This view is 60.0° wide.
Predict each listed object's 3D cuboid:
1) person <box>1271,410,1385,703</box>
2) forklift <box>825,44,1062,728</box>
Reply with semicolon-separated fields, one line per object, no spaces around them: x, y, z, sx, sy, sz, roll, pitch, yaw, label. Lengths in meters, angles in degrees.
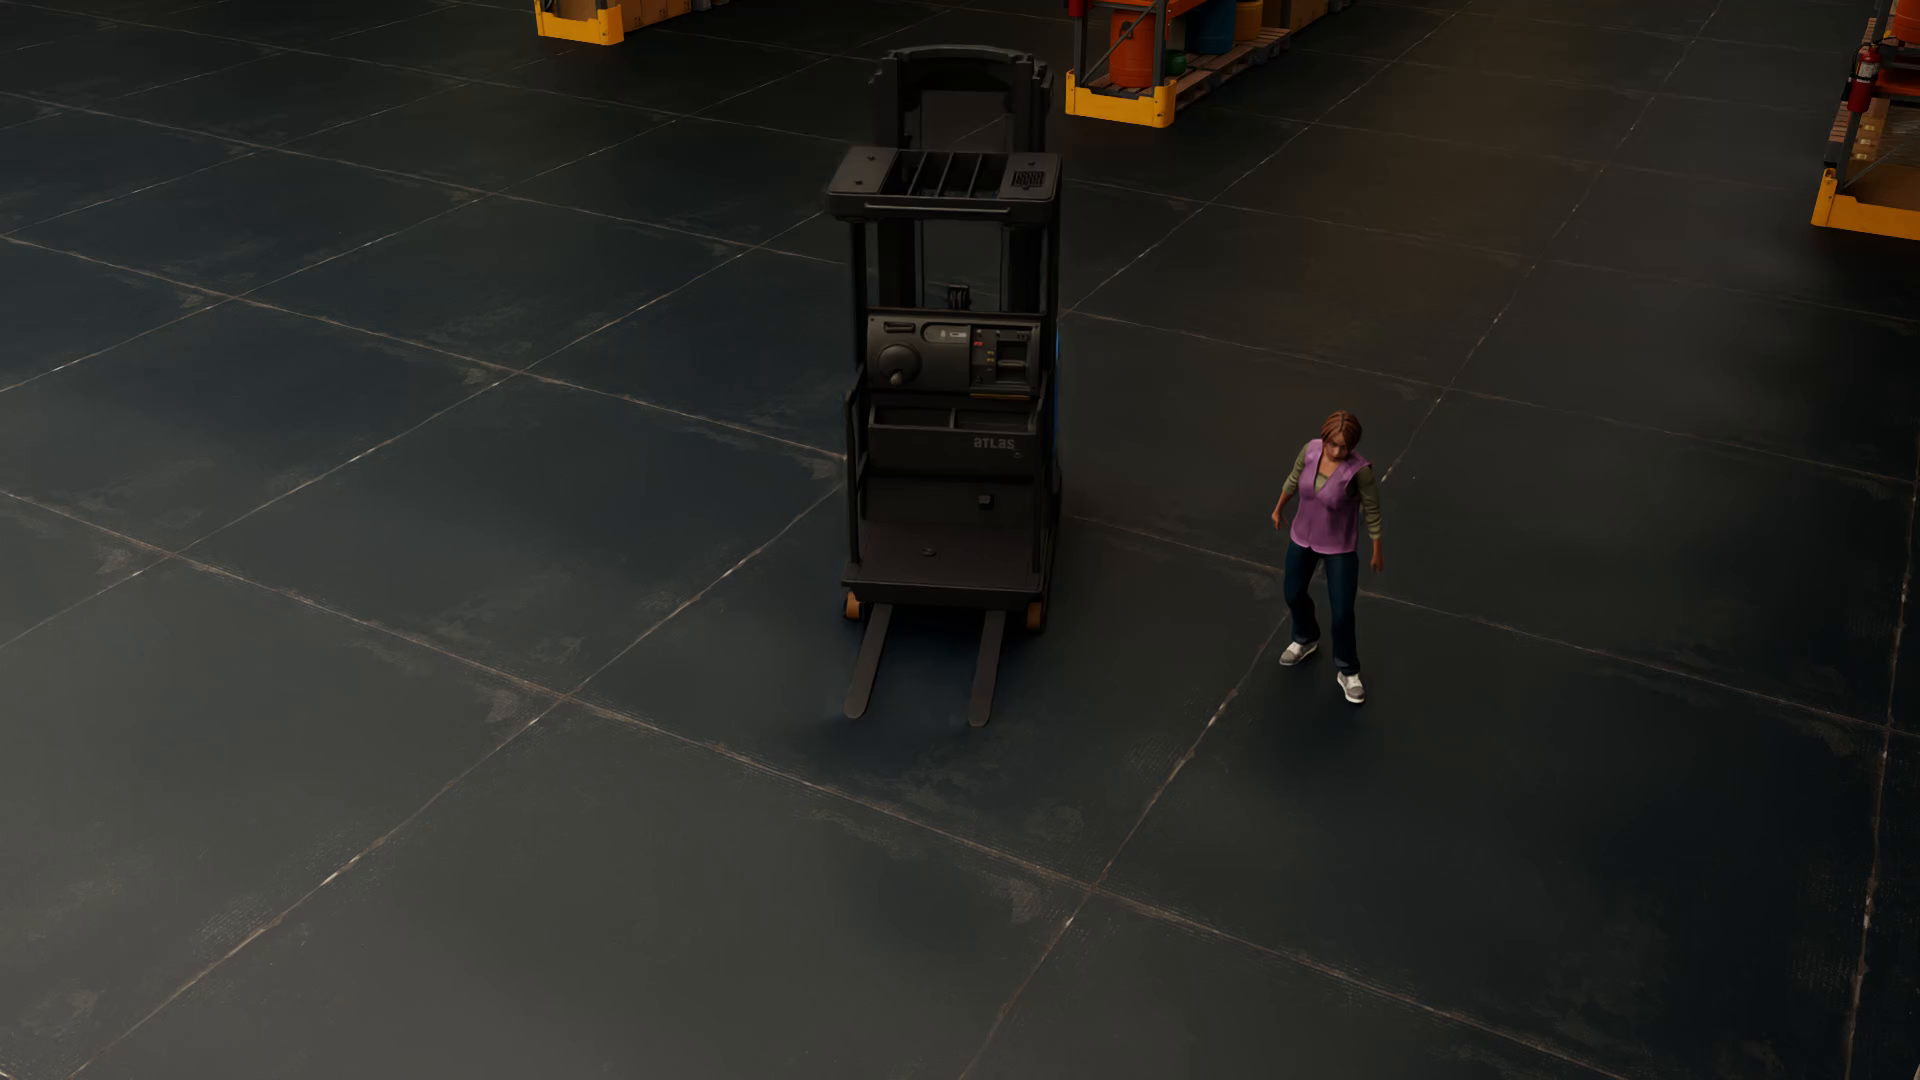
1.869;0.025;8.433;0.733;1.563;0.402;25;38;36;person
-0.055;-0.948;8.714;1.130;2.935;3.031;3;30;5;forklift
